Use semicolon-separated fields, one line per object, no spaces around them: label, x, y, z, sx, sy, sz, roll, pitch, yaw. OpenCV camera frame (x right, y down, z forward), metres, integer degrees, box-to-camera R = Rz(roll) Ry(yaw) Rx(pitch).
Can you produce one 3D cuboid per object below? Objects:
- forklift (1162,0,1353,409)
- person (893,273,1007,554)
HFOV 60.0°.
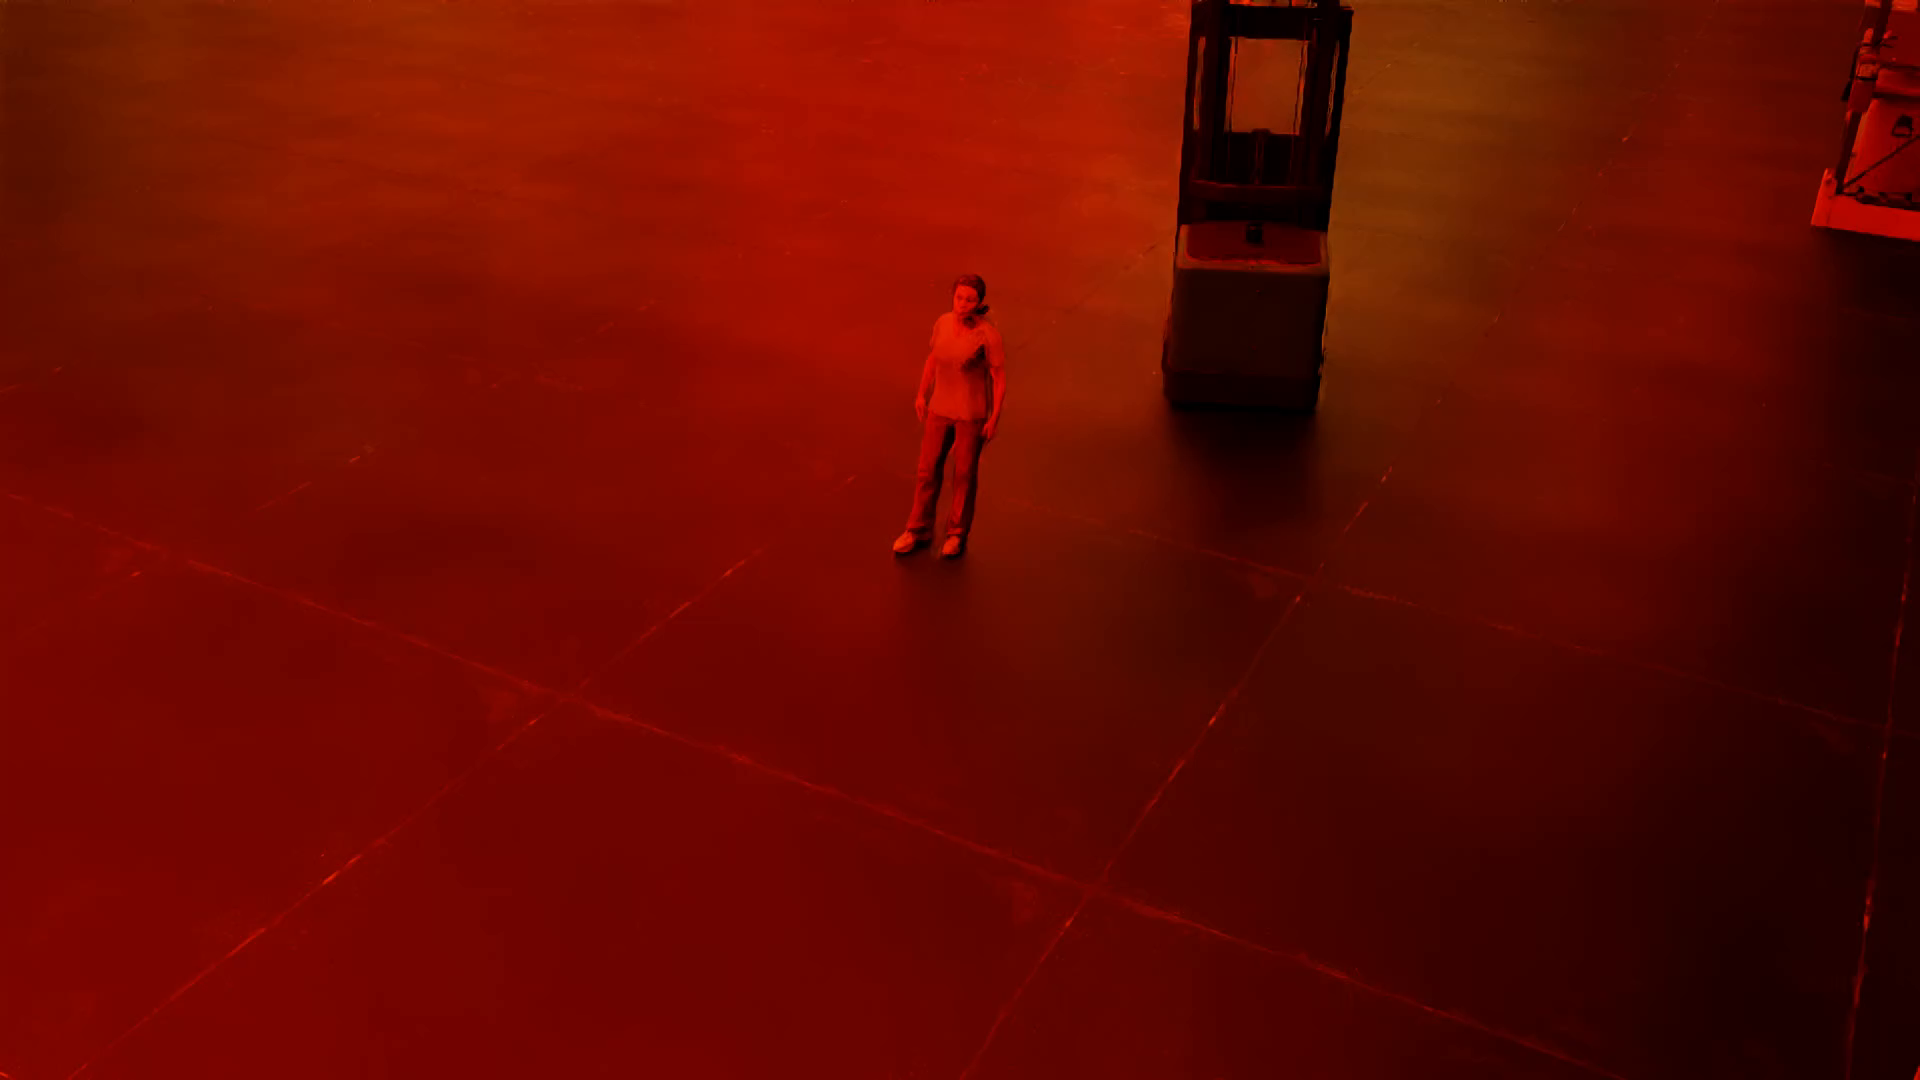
forklift;2.168;-2.888;12.075;1.130;2.935;3.031;4;30;8
person;-0.045;-0.697;9.532;0.554;1.663;0.548;15;33;25
